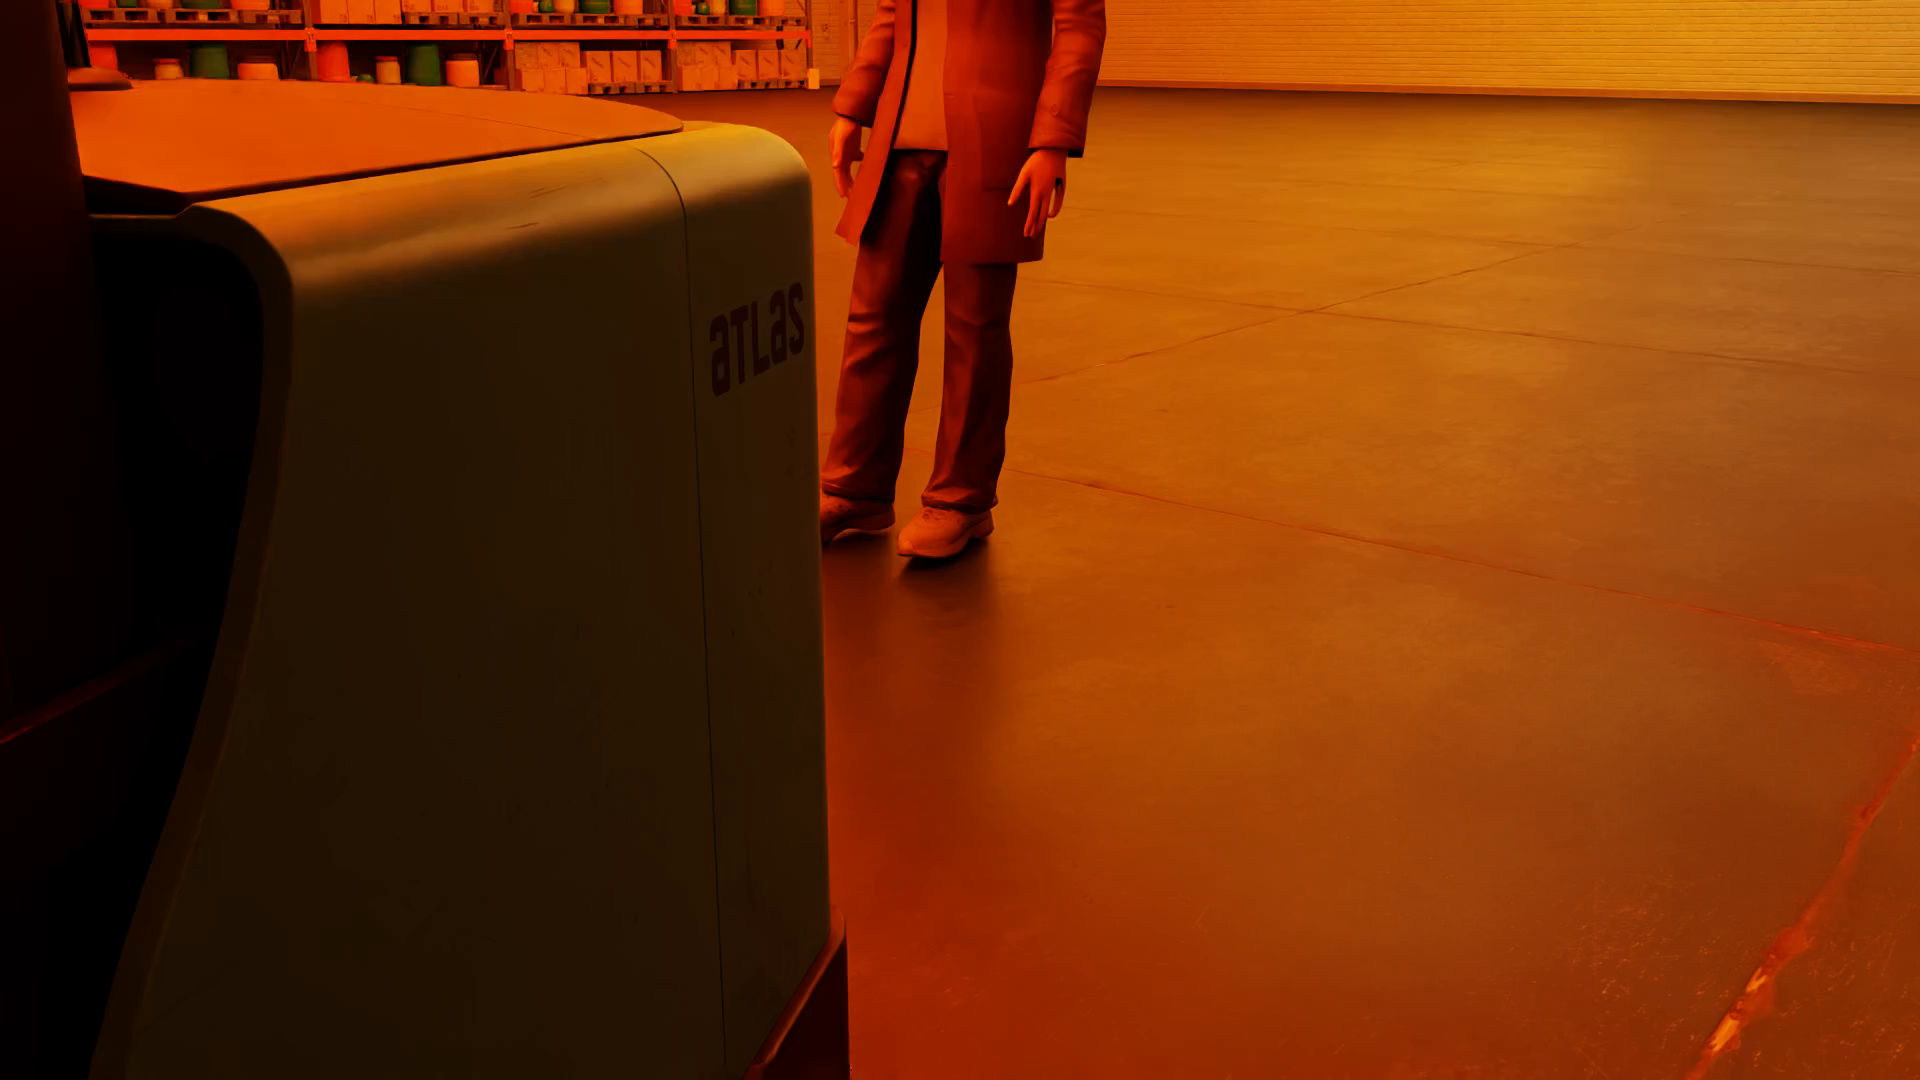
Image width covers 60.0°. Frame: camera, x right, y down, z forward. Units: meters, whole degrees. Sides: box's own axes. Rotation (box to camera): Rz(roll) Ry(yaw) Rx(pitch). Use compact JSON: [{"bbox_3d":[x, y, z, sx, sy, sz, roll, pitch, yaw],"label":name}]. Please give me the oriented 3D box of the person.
[{"bbox_3d":[-0.062,-0.838,3.618,0.696,1.776,0.582,13,21,37],"label":"person"}]
